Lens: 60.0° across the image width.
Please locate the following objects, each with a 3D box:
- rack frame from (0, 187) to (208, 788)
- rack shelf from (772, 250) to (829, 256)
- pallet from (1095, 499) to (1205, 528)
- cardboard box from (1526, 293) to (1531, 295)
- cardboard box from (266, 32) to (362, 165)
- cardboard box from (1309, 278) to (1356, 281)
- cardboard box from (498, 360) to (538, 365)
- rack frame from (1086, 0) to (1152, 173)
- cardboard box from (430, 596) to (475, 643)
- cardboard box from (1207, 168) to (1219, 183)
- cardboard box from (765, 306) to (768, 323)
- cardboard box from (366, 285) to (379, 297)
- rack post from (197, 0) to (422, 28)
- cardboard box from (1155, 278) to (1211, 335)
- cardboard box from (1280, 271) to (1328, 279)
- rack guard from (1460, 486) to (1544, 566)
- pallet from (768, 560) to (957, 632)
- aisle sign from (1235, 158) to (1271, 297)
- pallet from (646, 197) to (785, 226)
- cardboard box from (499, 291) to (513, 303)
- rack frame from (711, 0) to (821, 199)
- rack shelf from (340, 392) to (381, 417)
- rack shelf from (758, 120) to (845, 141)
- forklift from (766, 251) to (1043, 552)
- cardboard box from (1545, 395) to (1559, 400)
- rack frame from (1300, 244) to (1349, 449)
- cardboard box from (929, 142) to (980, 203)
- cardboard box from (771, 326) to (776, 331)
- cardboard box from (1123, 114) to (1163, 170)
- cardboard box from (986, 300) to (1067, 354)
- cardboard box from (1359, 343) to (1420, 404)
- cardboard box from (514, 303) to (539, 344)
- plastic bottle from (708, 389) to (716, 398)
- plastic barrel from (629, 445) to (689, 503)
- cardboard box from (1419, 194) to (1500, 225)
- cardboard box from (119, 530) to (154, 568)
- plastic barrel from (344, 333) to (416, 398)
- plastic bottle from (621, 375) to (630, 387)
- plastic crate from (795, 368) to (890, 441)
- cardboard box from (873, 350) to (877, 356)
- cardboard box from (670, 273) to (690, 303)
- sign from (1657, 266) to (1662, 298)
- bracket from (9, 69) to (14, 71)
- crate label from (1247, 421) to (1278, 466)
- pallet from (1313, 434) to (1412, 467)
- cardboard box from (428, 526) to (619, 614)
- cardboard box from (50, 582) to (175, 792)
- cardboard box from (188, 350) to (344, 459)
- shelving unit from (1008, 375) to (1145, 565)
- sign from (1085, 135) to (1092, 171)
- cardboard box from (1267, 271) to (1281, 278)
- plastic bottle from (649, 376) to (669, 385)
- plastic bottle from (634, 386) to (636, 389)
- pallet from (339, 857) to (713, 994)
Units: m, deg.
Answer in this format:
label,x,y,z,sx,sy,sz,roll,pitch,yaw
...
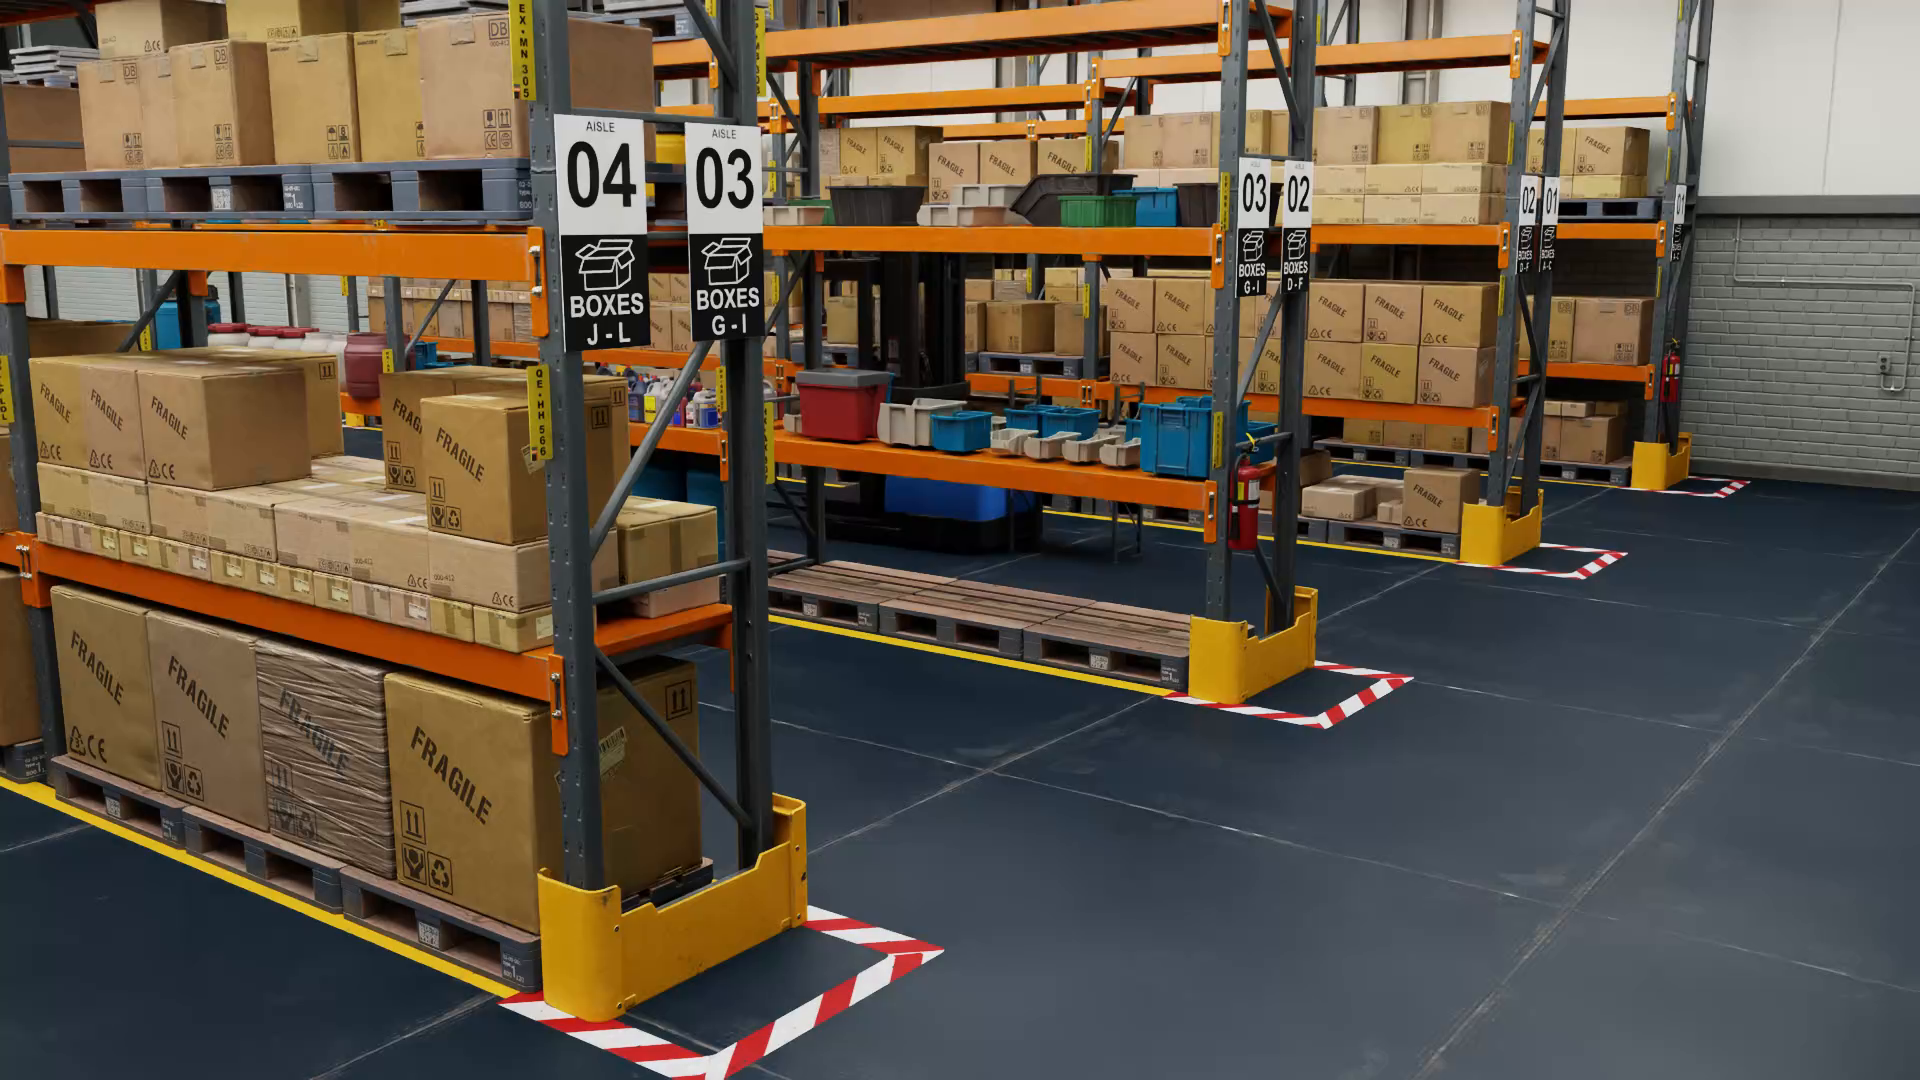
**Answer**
label,x,y,z,sx,sy,sz,roll,pitch,yaw
rack frame,-4.334,-0.284,8.599,0.127,3.000,1.000,8,13,36
rack shelf,-3.303,-3.594,19.706,4.000,0.370,1.077,8,13,36
pallet,2.086,-0.353,16.301,1.213,0.211,1.003,8,13,36
cardboard box,6.067,-2.479,19.158,0.700,0.700,0.980,7,13,33
cardboard box,-2.388,-1.794,6.875,0.500,0.500,0.700,7,13,32
cardboard box,3.319,-2.152,15.361,0.500,0.500,0.500,8,13,35
cardboard box,-5.910,-2.136,22.333,0.500,0.500,0.500,8,13,36
rack frame,1.533,-4.745,15.866,0.127,3.000,1.000,8,13,36
cardboard box,-1.802,0.271,6.394,0.250,0.149,0.380,8,14,36
cardboard box,2.578,-3.238,15.050,0.500,0.250,0.500,8,13,36
cardboard box,-2.944,-3.458,25.351,0.500,0.250,0.500,8,14,36
cardboard box,-7.950,-3.439,22.940,0.250,0.149,0.380,8,13,35
rack post,-6.212,-4.777,15.502,3.121,1.000,1.013,8,13,36
cardboard box,2.162,-2.186,15.536,0.500,0.500,0.500,7,13,34
cardboard box,4.246,-3.223,20.721,0.500,0.250,0.500,8,14,37
rack guard,4.696,-0.131,14.393,0.348,0.500,1.175,8,13,36
pallet,-0.786,0.404,12.387,1.213,0.211,1.003,8,13,36
aisle sign,1.707,-1.816,9.673,0.004,0.787,0.394,8,13,36
pallet,-2.092,-2.495,12.630,1.003,0.211,1.213,8,13,36
cardboard box,-5.672,-3.122,21.298,0.250,0.149,0.380,7,13,34
rack frame,-1.402,-3.987,11.949,0.127,3.000,1.000,8,13,36
rack shelf,-6.238,-1.363,16.074,4.000,0.370,1.077,8,13,36
rack shelf,-3.598,-6.274,25.668,4.000,0.370,1.077,8,13,36
forklift,-0.766,-1.524,15.190,3.031,2.935,1.130,7,13,33
cardboard box,6.672,-1.571,19.022,0.250,0.149,0.380,8,14,36
rack frame,4.462,-2.559,20.358,0.127,3.000,1.000,8,13,36
cardboard box,0.094,-3.794,17.216,0.600,0.600,0.600,7,13,33
cardboard box,-2.297,-2.336,19.442,0.500,0.311,0.500,8,13,35
cardboard box,1.947,-3.764,15.794,0.500,0.500,0.700,8,13,36
cardboard box,0.692,-2.210,17.188,0.700,0.500,0.500,-11,15,-44
cardboard box,3.815,-1.466,14.446,0.500,0.500,0.500,8,14,36
cardboard box,-5.276,-2.797,21.328,0.500,0.500,0.700,8,13,34
plastic bottle,-2.000,-1.124,13.466,0.097,0.201,0.097,0,11,0
plastic barrel,-2.401,-0.361,13.419,0.708,0.901,0.600,8,13,36
cardboard box,4.187,-2.767,13.931,0.500,0.250,0.500,8,13,36
cardboard box,-3.655,0.012,7.731,0.250,0.149,0.380,7,13,34
plastic barrel,-5.179,-1.564,14.860,0.708,0.536,0.600,8,13,36
plastic bottle,-2.802,-1.236,13.862,0.097,0.271,0.097,0,11,0
plastic crate,-0.831,-0.964,11.789,0.583,0.464,0.402,8,13,36
cardboard box,-1.026,-2.686,24.464,0.500,0.250,0.500,8,13,34
cardboard box,-4.198,-3.996,26.157,0.500,0.500,0.500,7,13,34
sign,7.354,-2.712,17.480,0.005,0.325,0.100,8,13,36
bracket,-21.277,-10.982,38.626,4.783,0.066,0.076,8,13,36
crate label,1.818,-0.618,10.608,0.303,0.233,0.416,8,13,36
pallet,5.029,-1.092,20.119,1.213,0.211,1.003,8,13,36
cardboard box,-1.657,0.080,6.332,0.500,0.250,0.500,8,13,35
cardboard box,-3.849,0.640,8.314,0.875,0.875,0.875,8,13,36
cardboard box,-3.404,-0.657,8.164,0.500,0.500,0.500,8,14,36
shelving unit,0.993,-0.619,14.283,1.048,1.500,0.538,7,13,33
sign,1.207,-3.634,15.623,0.005,0.325,0.100,8,13,36
cardboard box,3.934,-3.145,20.316,0.500,0.250,0.500,8,14,37
plastic bottle,-2.483,-1.222,13.774,0.135,0.276,0.152,8,13,36
plastic bottle,-2.553,-1.093,13.119,0.097,0.271,0.097,0,11,0
pallet,-1.800,1.457,6.942,1.213,0.211,1.003,8,13,36
